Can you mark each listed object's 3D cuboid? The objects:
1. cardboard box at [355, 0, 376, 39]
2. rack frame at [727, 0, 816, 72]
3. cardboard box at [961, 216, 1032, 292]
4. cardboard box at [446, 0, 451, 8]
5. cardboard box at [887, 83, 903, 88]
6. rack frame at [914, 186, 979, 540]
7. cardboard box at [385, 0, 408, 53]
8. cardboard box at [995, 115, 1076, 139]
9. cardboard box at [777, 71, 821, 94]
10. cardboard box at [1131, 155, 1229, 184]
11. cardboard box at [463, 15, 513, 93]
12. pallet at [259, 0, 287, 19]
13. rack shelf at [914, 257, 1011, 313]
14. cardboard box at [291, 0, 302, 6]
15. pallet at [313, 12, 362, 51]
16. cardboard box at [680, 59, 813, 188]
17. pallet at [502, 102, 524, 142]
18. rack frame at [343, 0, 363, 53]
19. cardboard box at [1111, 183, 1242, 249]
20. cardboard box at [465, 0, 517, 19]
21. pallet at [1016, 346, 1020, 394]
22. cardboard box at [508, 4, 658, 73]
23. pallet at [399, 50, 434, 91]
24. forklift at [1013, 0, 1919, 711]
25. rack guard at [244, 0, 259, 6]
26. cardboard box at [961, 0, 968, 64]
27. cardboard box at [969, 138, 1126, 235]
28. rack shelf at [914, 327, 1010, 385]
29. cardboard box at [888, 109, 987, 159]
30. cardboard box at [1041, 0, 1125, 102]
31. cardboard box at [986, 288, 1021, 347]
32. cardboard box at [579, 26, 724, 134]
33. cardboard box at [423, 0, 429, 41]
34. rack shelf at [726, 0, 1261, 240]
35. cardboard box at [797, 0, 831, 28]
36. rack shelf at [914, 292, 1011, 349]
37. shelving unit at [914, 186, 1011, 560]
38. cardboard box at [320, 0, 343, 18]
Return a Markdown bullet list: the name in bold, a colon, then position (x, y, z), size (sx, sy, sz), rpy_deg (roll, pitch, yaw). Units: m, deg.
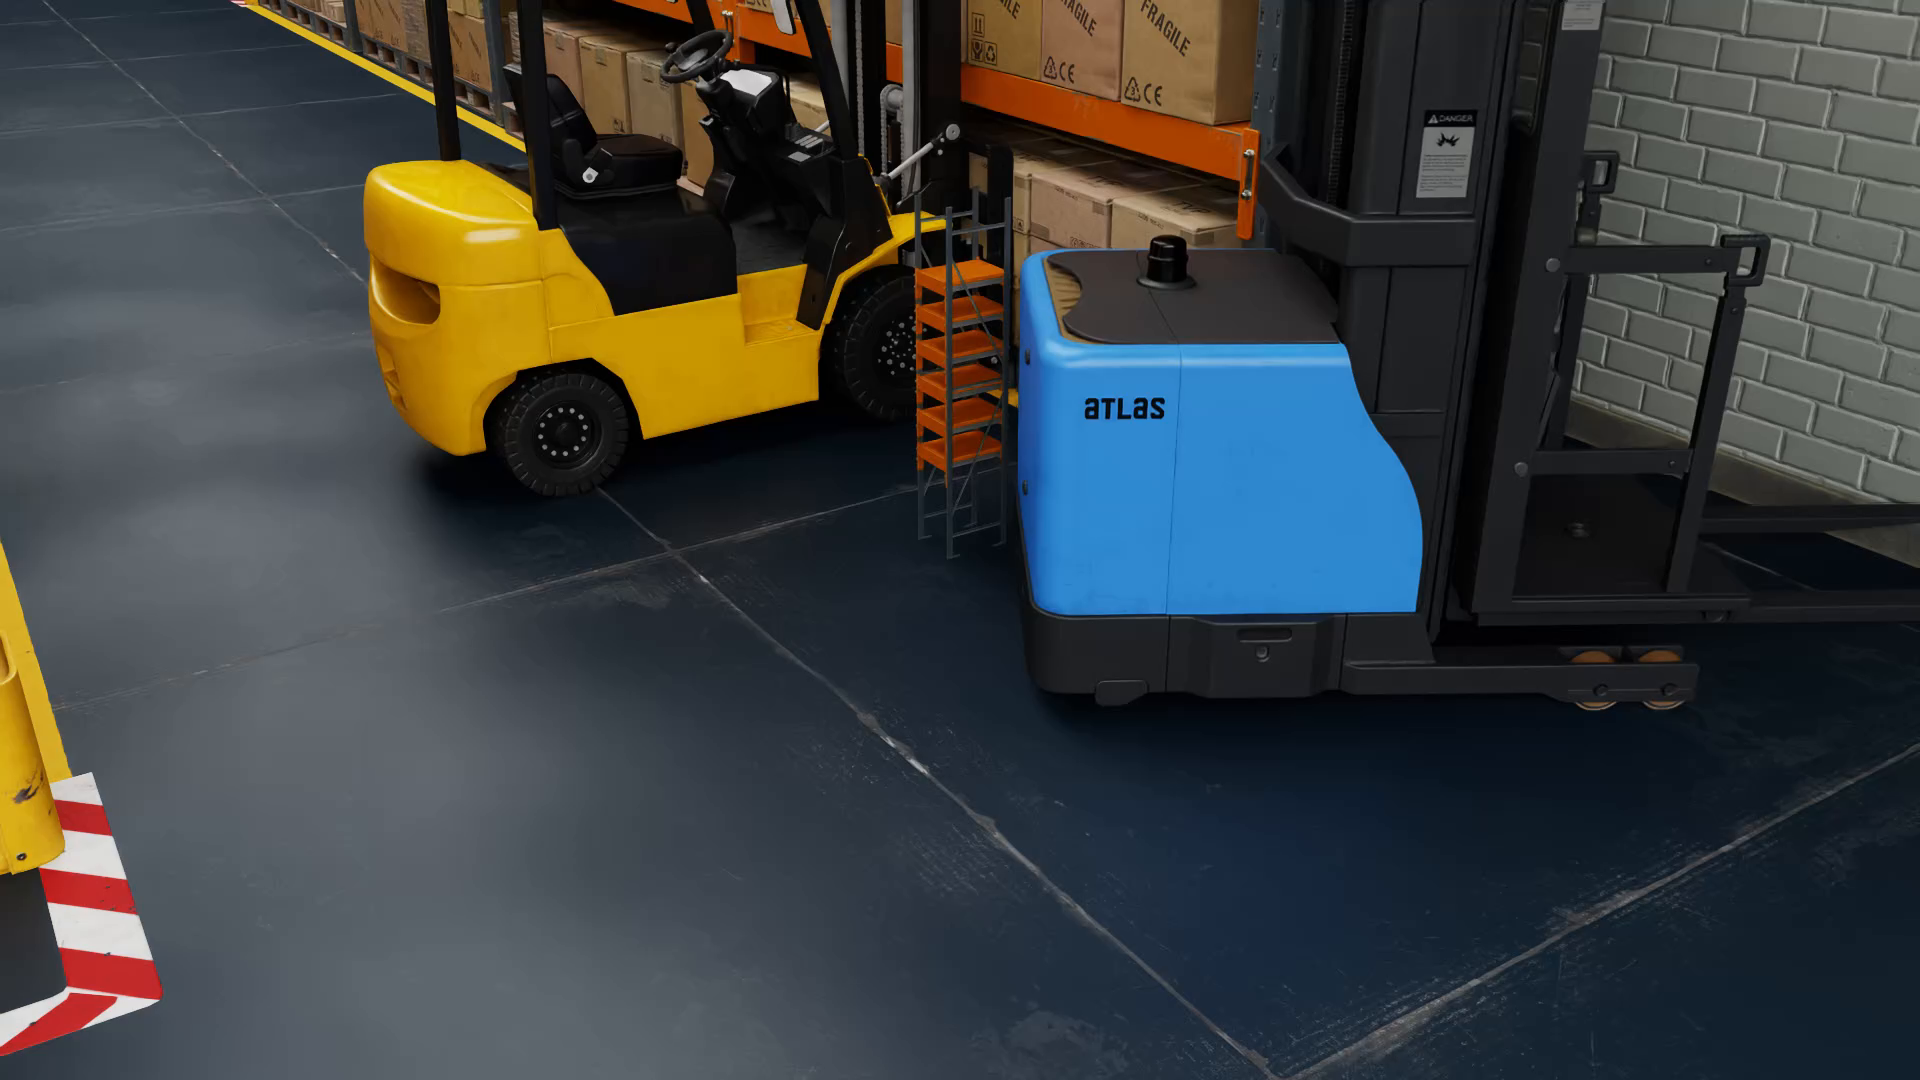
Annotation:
- **cardboard box**: position (-5.055, -4.757, 14.749), size (0.500, 0.500, 0.500), rpy_deg (-14, 29, -27)
- **rack frame**: position (-0.764, -3.061, 8.721), size (1.000, 3.000, 0.127), rpy_deg (-16, 29, -30)
- **cardboard box**: position (0.328, -1.266, 7.062), size (0.500, 0.250, 0.500), rpy_deg (-16, 30, -31)
- **cardboard box**: position (-3.711, -4.157, 12.719), size (0.380, 0.149, 0.250), rpy_deg (-17, 30, -31)
- **cardboard box**: position (-0.044, -2.151, 8.351), size (0.500, 0.250, 0.500), rpy_deg (-16, 30, -30)
- **rack frame**: position (-0.042, -0.570, 5.552), size (0.240, 1.200, 0.006), rpy_deg (-16, 29, -30)
- **cardboard box**: position (-4.487, -4.389, 13.970), size (0.500, 0.500, 0.500), rpy_deg (-17, 30, -31)
- **cardboard box**: position (0.503, -1.789, 7.585), size (0.500, 0.250, 0.500), rpy_deg (-16, 30, -31)
- **cardboard box**: position (-0.762, -2.214, 8.484), size (0.500, 0.250, 0.500), rpy_deg (-16, 30, -30)
- **cardboard box**: position (1.040, -1.423, 6.809), size (0.500, 0.250, 0.500), rpy_deg (-15, 29, -29)
- **cardboard box**: position (-3.358, -3.653, 12.410), size (0.500, 0.500, 0.500), rpy_deg (-15, 29, -28)
- **pallet**: position (-6.837, -5.780, 17.747), size (1.003, 0.211, 1.213), rpy_deg (-16, 29, -30)
- **rack shelf**: position (0.008, -0.823, 5.348), size (0.258, 0.103, 0.180), rpy_deg (-16, 29, -30)
- **cardboard box**: position (-6.421, -5.645, 16.630), size (0.500, 0.500, 0.500), rpy_deg (-15, 29, -29)
- **pallet**: position (-5.505, -4.908, 15.899), size (1.003, 0.211, 1.213), rpy_deg (-16, 29, -30)
- **cardboard box**: position (-1.058, -2.361, 9.528), size (0.875, 0.625, 0.625), rpy_deg (-14, 29, -27)
- **pallet**: position (-2.530, -2.928, 11.704), size (1.003, 0.211, 1.213), rpy_deg (-16, 29, -30)
- **rack frame**: position (-5.131, -5.923, 14.782), size (1.000, 3.000, 0.127), rpy_deg (-16, 29, -30)
- **cardboard box**: position (0.907, -1.121, 6.169), size (0.500, 0.250, 0.500), rpy_deg (-14, 29, -28)
- **cardboard box**: position (-3.429, -3.963, 12.306), size (0.380, 0.149, 0.250), rpy_deg (-17, 30, -32)
- **pallet**: position (0.968, -0.633, 6.844), size (1.003, 0.211, 1.213), rpy_deg (-16, 29, -30)
- **cardboard box**: position (-2.618, -3.382, 11.690), size (0.875, 0.625, 0.625), rpy_deg (-15, 29, -28)
- **pallet**: position (-3.985, -3.943, 13.855), size (1.003, 0.211, 1.213), rpy_deg (-16, 29, -30)
- **forklift**: position (1.700, -1.067, 4.577), size (3.031, 2.935, 1.130), rpy_deg (-1, 25, -1)
- **rack guard**: position (-7.273, -6.196, 18.289), size (1.175, 0.500, 0.348), rpy_deg (-16, 29, -30)
- **cardboard box**: position (0.092, -2.339, 7.074), size (0.500, 0.500, 0.500), rpy_deg (-15, 29, -29)
- **cardboard box**: position (0.340, -1.481, 6.931), size (0.500, 0.250, 0.500), rpy_deg (-15, 29, -29)
- **rack shelf**: position (0.008, -0.606, 5.451), size (0.258, 0.103, 0.180), rpy_deg (-16, 29, -30)
- **cardboard box**: position (-0.210, -1.853, 7.720), size (0.500, 0.250, 0.500), rpy_deg (-14, 29, -28)
- **cardboard box**: position (0.656, -1.978, 6.310), size (0.500, 0.500, 0.500), rpy_deg (-15, 29, -28)
- **cardboard box**: position (0.370, -1.033, 7.153), size (0.500, 0.250, 0.500), rpy_deg (-15, 29, -29)
- **cardboard box**: position (-1.887, -2.909, 10.689), size (0.875, 0.625, 0.625), rpy_deg (-17, 30, -32)
- **cardboard box**: position (-3.910, -4.021, 13.190), size (0.500, 0.500, 0.500), rpy_deg (-14, 29, -27)
- **rack shelf**: position (0.328, -2.021, 7.359), size (1.077, 0.370, 4.000), rpy_deg (-16, 29, -30)
- **cardboard box**: position (-0.442, -2.705, 7.848), size (0.500, 0.500, 0.500), rpy_deg (-15, 29, -29)
- **rack shelf**: position (0.008, -0.714, 5.399), size (0.258, 0.103, 0.180), rpy_deg (-16, 29, -30)
- **shelving unit**: position (0.008, -0.537, 5.483), size (0.258, 1.200, 0.189), rpy_deg (-16, 29, -30)
- **cardboard box**: position (-5.876, -5.135, 15.824), size (0.396, 0.266, 0.258), rpy_deg (-14, 29, -28)
